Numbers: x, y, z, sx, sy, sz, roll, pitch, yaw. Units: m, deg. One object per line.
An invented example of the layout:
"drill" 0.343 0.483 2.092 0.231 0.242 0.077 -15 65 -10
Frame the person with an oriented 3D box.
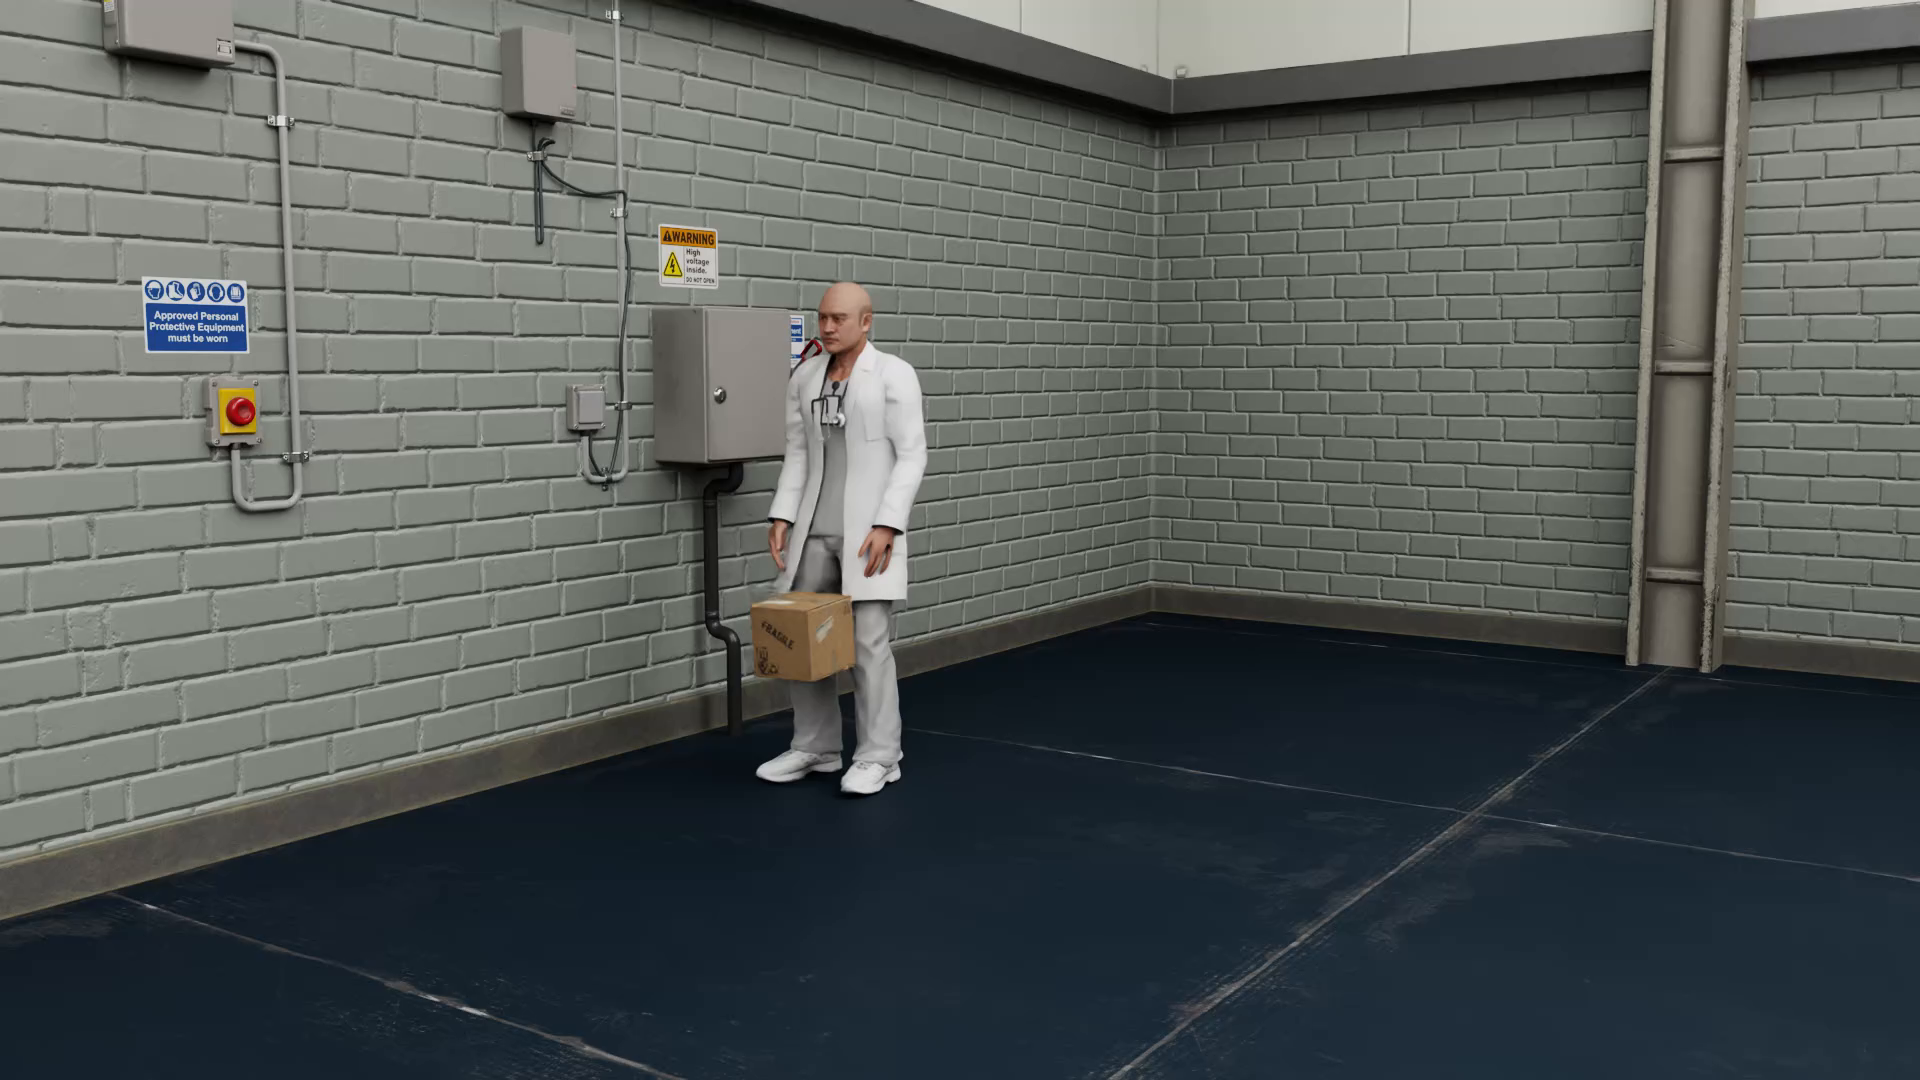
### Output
"person" -0.405 -0.015 5.884 0.589 1.778 0.424 4 7 32
